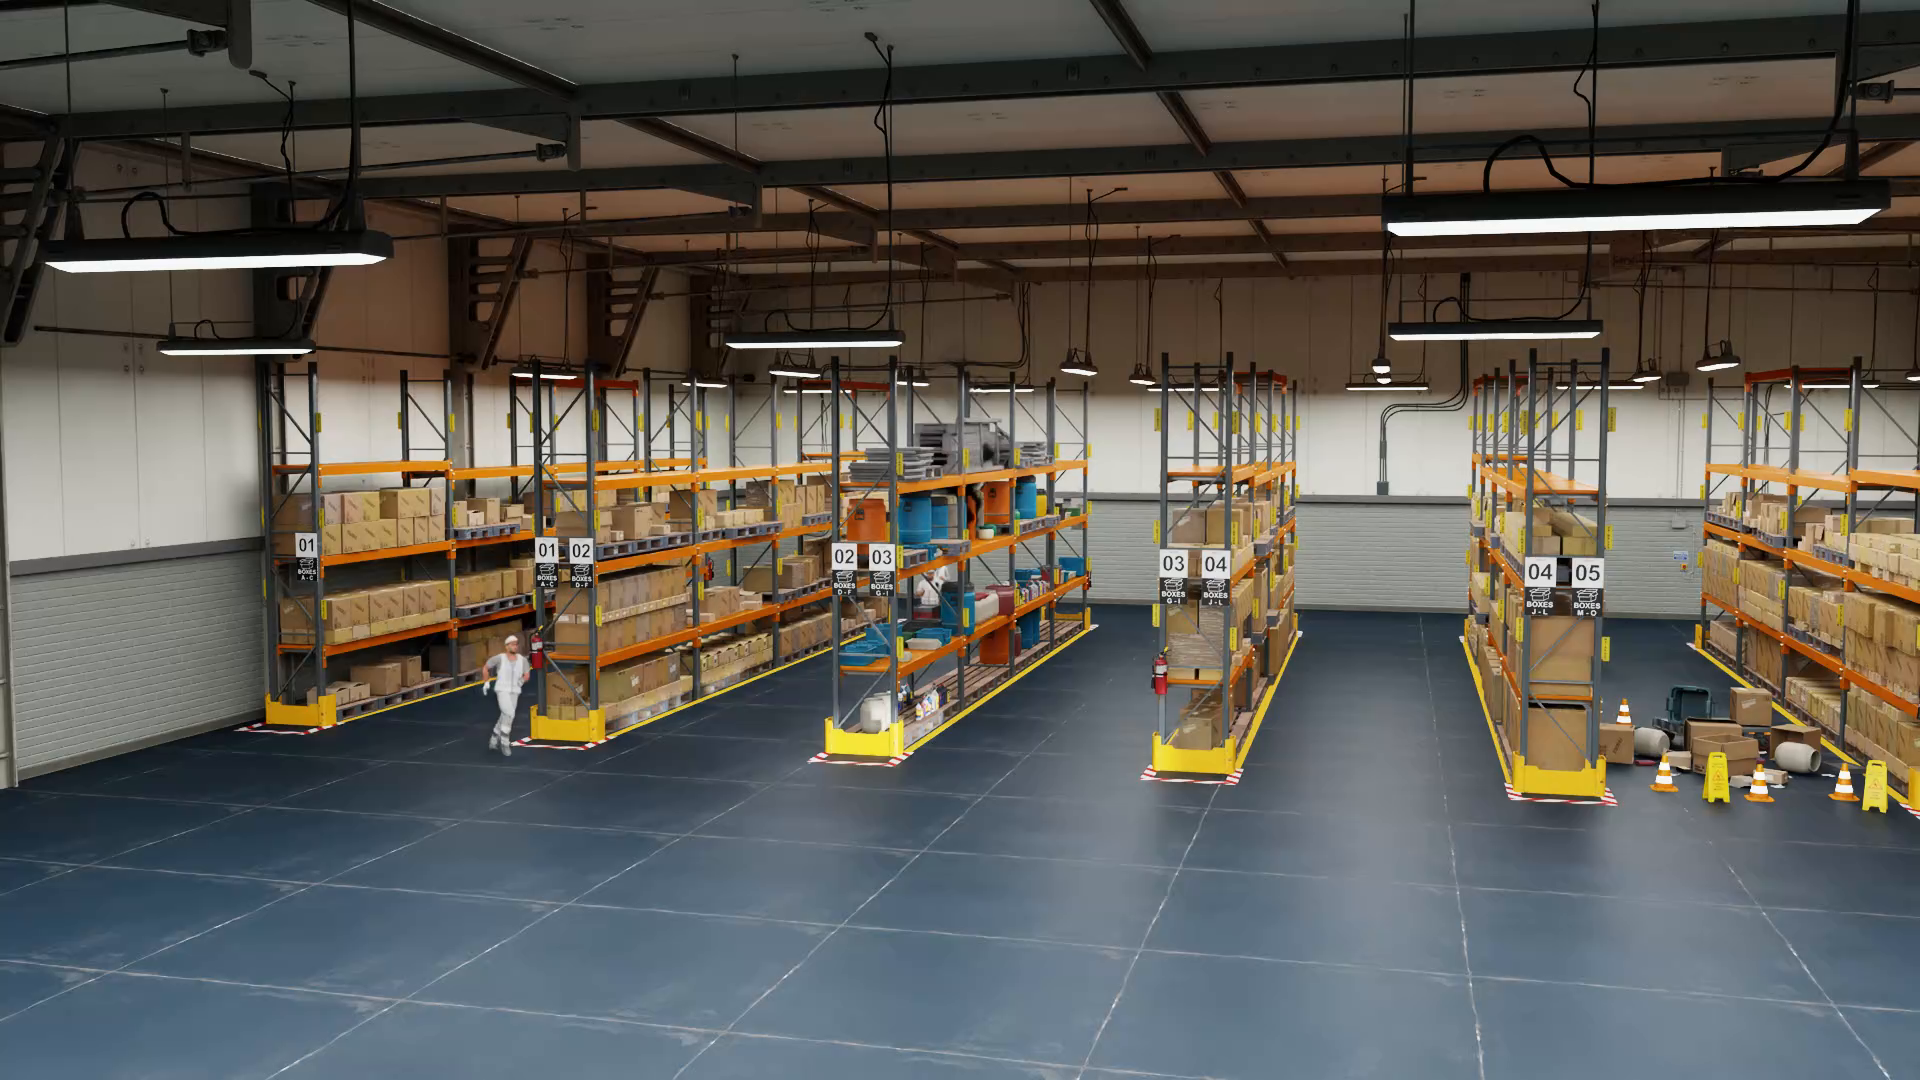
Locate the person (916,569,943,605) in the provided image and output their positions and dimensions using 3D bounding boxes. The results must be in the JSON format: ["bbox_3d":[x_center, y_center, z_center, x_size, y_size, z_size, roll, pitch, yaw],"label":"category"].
[{"bbox_3d":[-0.657,1.505,37.129,0.642,1.834,0.763,1,4,11],"label":"person"}]

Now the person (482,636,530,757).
[{"bbox_3d":[-6.830,2.336,25.196,0.684,1.759,0.737,-4,5,-41],"label":"person"}]

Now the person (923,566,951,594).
[{"bbox_3d":[-0.555,1.227,41.093,0.665,1.747,1.018,0,4,-6],"label":"person"}]
